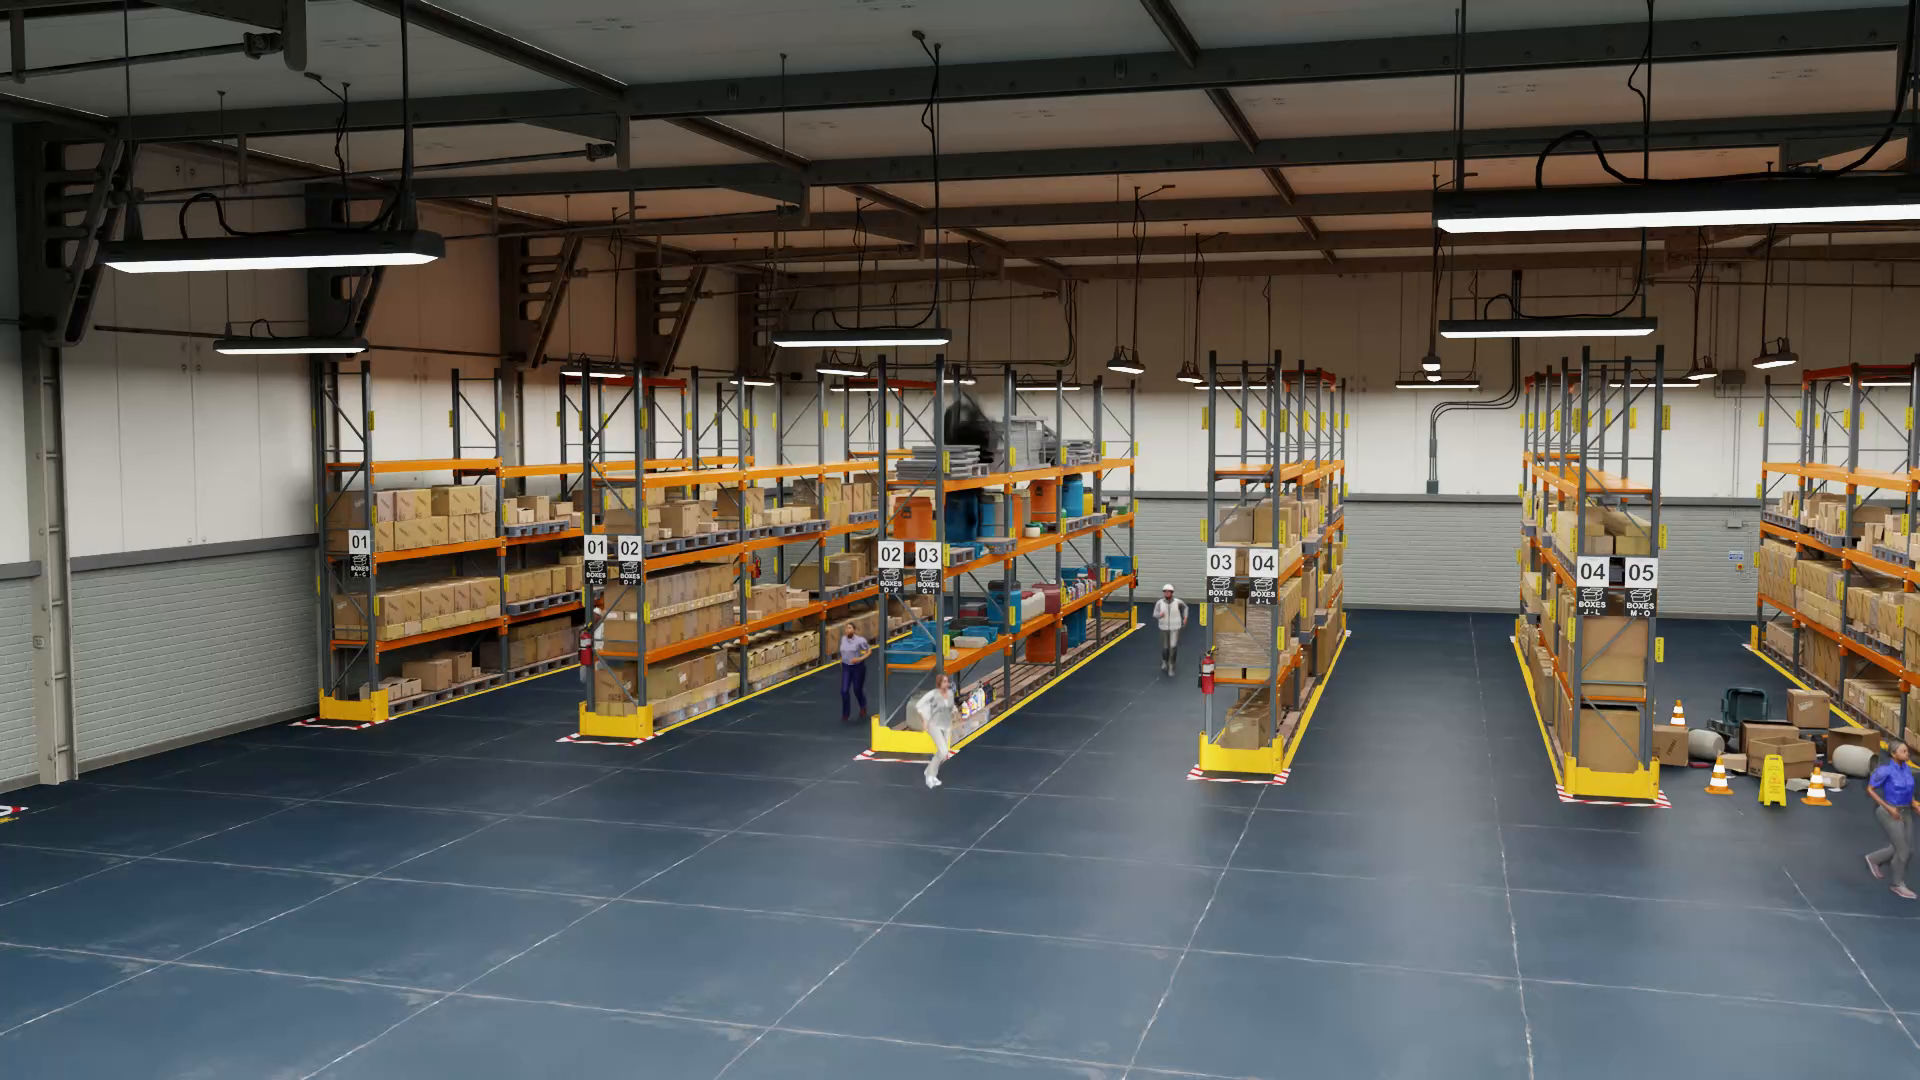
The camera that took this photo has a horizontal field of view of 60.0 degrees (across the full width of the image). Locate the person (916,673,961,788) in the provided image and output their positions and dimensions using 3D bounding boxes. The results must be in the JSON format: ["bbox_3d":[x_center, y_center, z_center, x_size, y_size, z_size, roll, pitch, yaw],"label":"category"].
[{"bbox_3d":[-0.262,2.588,22.605,0.538,1.571,0.662,-4,5,-41],"label":"person"}]

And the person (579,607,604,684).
[{"bbox_3d":[-6.417,2.050,29.277,0.684,1.740,0.626,2,4,21],"label":"person"}]

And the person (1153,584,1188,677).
[{"bbox_3d":[4.154,1.773,32.880,0.663,1.822,0.902,1,4,14],"label":"person"}]

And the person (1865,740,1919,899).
[{"bbox_3d":[9.882,2.934,17.671,0.586,1.637,0.654,-2,4,-25],"label":"person"}]

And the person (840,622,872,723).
[{"bbox_3d":[-1.741,2.216,27.838,0.612,1.715,0.721,1,4,20],"label":"person"}]
